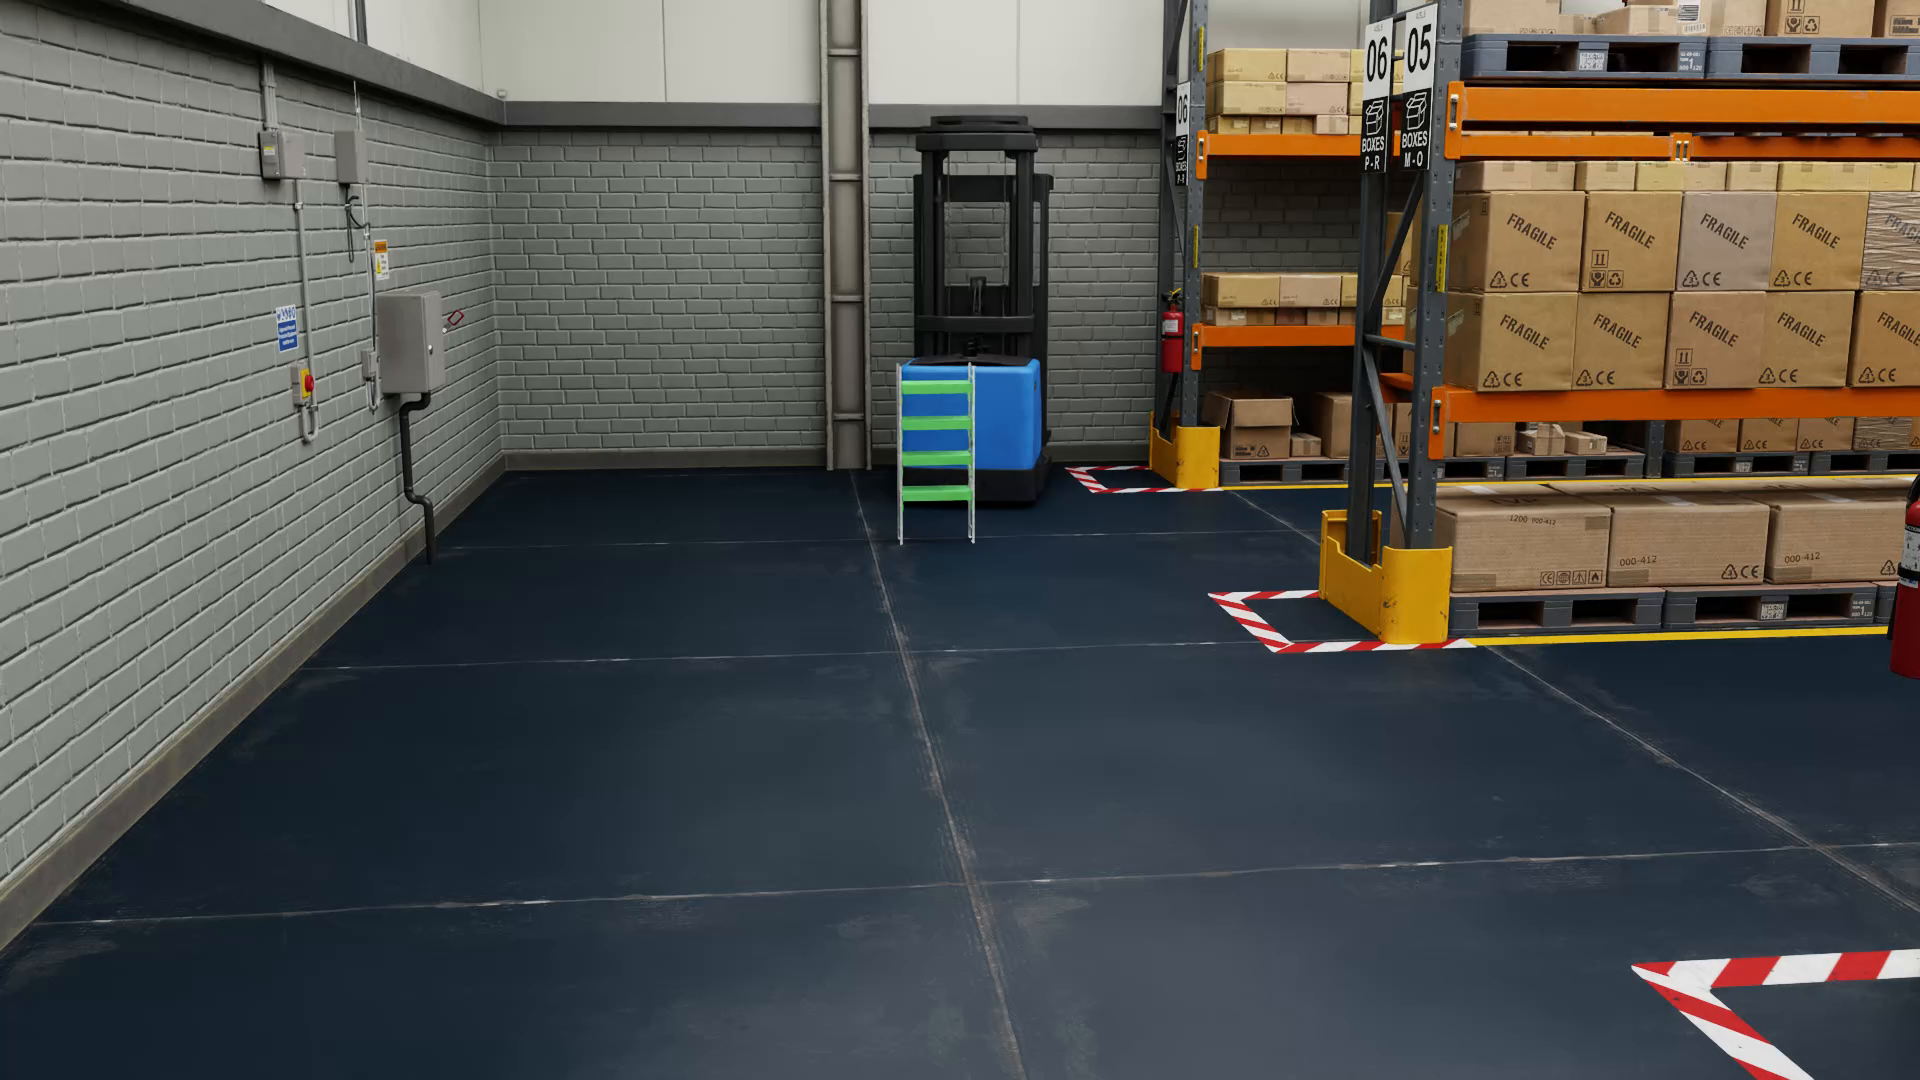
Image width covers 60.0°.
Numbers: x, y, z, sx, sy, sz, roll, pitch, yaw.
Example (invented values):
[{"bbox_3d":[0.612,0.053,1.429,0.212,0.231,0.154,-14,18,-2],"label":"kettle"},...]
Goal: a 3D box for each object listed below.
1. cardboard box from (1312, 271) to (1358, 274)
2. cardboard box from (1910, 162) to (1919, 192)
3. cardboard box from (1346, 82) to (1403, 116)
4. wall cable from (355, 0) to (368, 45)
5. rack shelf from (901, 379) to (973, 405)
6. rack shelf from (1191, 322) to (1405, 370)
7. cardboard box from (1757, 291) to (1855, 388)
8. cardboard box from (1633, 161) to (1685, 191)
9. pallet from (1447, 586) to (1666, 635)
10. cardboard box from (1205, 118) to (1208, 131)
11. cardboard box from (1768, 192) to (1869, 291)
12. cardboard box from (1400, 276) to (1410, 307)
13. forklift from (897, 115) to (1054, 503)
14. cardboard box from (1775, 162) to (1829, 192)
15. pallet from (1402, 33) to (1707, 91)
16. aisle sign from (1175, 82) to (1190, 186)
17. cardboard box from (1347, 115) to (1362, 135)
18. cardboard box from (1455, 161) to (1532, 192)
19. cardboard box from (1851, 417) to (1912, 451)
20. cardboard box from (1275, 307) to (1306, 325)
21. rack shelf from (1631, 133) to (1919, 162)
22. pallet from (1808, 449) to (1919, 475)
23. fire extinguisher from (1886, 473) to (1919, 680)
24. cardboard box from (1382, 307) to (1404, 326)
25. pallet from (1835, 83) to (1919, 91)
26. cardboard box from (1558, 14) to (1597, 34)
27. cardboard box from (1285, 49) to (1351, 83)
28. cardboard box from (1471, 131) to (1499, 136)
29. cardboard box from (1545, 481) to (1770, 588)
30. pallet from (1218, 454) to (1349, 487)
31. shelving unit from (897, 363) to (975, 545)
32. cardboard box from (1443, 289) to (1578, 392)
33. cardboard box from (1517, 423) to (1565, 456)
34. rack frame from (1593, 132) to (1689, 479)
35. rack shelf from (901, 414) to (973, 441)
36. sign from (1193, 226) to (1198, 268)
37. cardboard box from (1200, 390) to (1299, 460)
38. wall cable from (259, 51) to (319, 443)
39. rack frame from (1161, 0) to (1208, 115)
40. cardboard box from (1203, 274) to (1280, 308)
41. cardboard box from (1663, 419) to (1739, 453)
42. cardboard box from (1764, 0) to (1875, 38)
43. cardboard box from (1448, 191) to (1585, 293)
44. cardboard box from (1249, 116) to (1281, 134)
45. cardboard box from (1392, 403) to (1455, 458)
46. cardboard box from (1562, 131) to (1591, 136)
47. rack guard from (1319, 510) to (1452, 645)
[{"bbox_3d":[3.235,-2.149,14.139,0.500,0.250,0.500,-1,11,-4],"label":"cardboard box"},{"bbox_3d":[5.028,-1.909,8.770,0.250,0.149,0.380,-1,11,-7],"label":"cardboard box"},{"bbox_3d":[3.284,-3.520,13.337,0.500,0.250,0.500,-2,11,-8],"label":"cardboard box"},{"bbox_3d":[-3.626,-4.513,10.898,0.133,3.039,2.988,-1,11,-6],"label":"wall cable"},{"bbox_3d":[-0.165,-0.994,11.154,0.480,0.148,0.258,-1,11,-6],"label":"rack shelf"},{"bbox_3d":[3.789,-1.685,14.026,4.000,0.370,1.077,-1,11,-6],"label":"rack shelf"},{"bbox_3d":[4.352,-1.085,8.850,0.500,0.500,0.500,-1,11,-4],"label":"cardboard box"},{"bbox_3d":[3.507,-1.868,8.560,0.250,0.149,0.380,-2,11,-8],"label":"cardboard box"},{"bbox_3d":[3.127,0.293,9.333,1.213,0.211,1.003,-1,11,-6],"label":"pallet"},{"bbox_3d":[2.094,-3.395,13.739,0.250,0.149,0.380,-1,11,-5],"label":"cardboard box"},{"bbox_3d":[4.368,-1.574,8.747,0.500,0.500,0.500,-1,11,-6],"label":"cardboard box"},{"bbox_3d":[3.792,-2.062,13.701,0.500,0.250,0.500,-1,11,-8],"label":"cardboard box"},{"bbox_3d":[0.196,-1.954,13.708,1.130,2.935,3.031,1,11,6],"label":"forklift"},{"bbox_3d":[4.270,-1.881,8.625,0.250,0.149,0.380,-1,11,-7],"label":"cardboard box"},{"bbox_3d":[3.077,-2.490,8.711,1.213,0.211,1.003,-1,11,-6],"label":"pallet"},{"bbox_3d":[1.765,-3.214,13.200,0.004,0.787,0.394,-1,11,-6],"label":"aisle sign"},{"bbox_3d":[3.176,-3.311,13.311,0.250,0.149,0.380,-1,11,-6],"label":"cardboard box"},{"bbox_3d":[2.723,-1.856,8.502,0.250,0.149,0.380,-1,11,-5],"label":"cardboard box"},{"bbox_3d":[7.824,-1.058,14.364,0.500,0.500,0.500,-2,11,-8],"label":"cardboard box"},{"bbox_3d":[2.662,-1.853,13.670,0.250,0.149,0.380,-1,11,-7],"label":"cardboard box"},{"bbox_3d":[7.766,-3.240,14.160,4.000,0.370,1.077,-1,11,-6],"label":"rack shelf"},{"bbox_3d":[7.797,-0.761,14.693,1.213,0.211,1.003,-1,11,-6],"label":"pallet"},{"bbox_3d":[2.675,0.041,4.552,0.183,0.674,0.296,-1,11,-6],"label":"fire extinguisher"},{"bbox_3d":[3.443,-1.844,13.624,0.250,0.149,0.380,-2,11,-8],"label":"cardboard box"},{"bbox_3d":[5.502,-2.541,8.969,1.213,0.211,1.003,-1,11,-6],"label":"pallet"},{"bbox_3d":[3.186,-2.698,8.845,0.250,0.149,0.380,-2,11,-10],"label":"cardboard box"},{"bbox_3d":[2.777,-3.753,13.230,0.500,0.250,0.500,-1,11,-6],"label":"cardboard box"},{"bbox_3d":[4.177,-3.345,13.480,0.250,0.149,0.380,-1,11,-5],"label":"cardboard box"},{"bbox_3d":[3.895,-0.047,9.382,0.875,0.438,0.875,-1,11,-5],"label":"cardboard box"},{"bbox_3d":[2.669,-0.646,14.107,1.213,0.211,1.003,-1,11,-6],"label":"pallet"},{"bbox_3d":[-0.165,-0.585,11.235,0.503,1.200,0.258,-1,11,-6],"label":"shelving unit"},{"bbox_3d":[2.849,-1.048,8.664,0.500,0.500,0.500,-1,11,-7],"label":"cardboard box"},{"bbox_3d":[4.900,-0.868,14.008,0.258,0.266,0.396,-1,11,-4],"label":"cardboard box"},{"bbox_3d":[5.777,-2.079,14.168,0.127,3.000,1.000,-1,11,-6],"label":"rack frame"},{"bbox_3d":[-0.165,-0.758,11.201,0.480,0.148,0.258,-1,11,-6],"label":"rack shelf"},{"bbox_3d":[1.859,-2.317,13.131,0.005,0.325,0.100,-1,11,-6],"label":"sign"},{"bbox_3d":[2.419,-0.972,13.917,0.637,0.503,0.797,-2,11,-8],"label":"cardboard box"},{"bbox_3d":[-3.263,-1.436,8.181,0.123,1.953,0.585,-1,11,-6],"label":"wall cable"},{"bbox_3d":[1.801,-4.940,13.166,0.127,3.000,1.000,-1,11,-6],"label":"rack frame"},{"bbox_3d":[2.281,-2.026,13.515,0.500,0.250,0.500,-1,11,-6],"label":"cardboard box"},{"bbox_3d":[6.282,-1.026,14.201,0.500,0.500,0.500,-1,11,-4],"label":"cardboard box"},{"bbox_3d":[4.361,-2.833,8.621,0.500,0.500,0.500,-1,11,-5],"label":"cardboard box"},{"bbox_3d":[2.848,-1.539,8.570,0.500,0.500,0.500,-1,11,-7],"label":"cardboard box"},{"bbox_3d":[2.400,-3.317,13.339,0.250,0.149,0.380,-1,11,-5],"label":"cardboard box"},{"bbox_3d":[3.809,-0.972,13.928,0.500,0.500,0.500,-1,11,-5],"label":"cardboard box"},{"bbox_3d":[4.940,-3.355,13.534,0.250,0.149,0.380,-1,11,-4],"label":"cardboard box"},{"bbox_3d":[2.317,0.183,9.141,0.348,0.500,1.175,-1,11,-6],"label":"rack guard"}]
